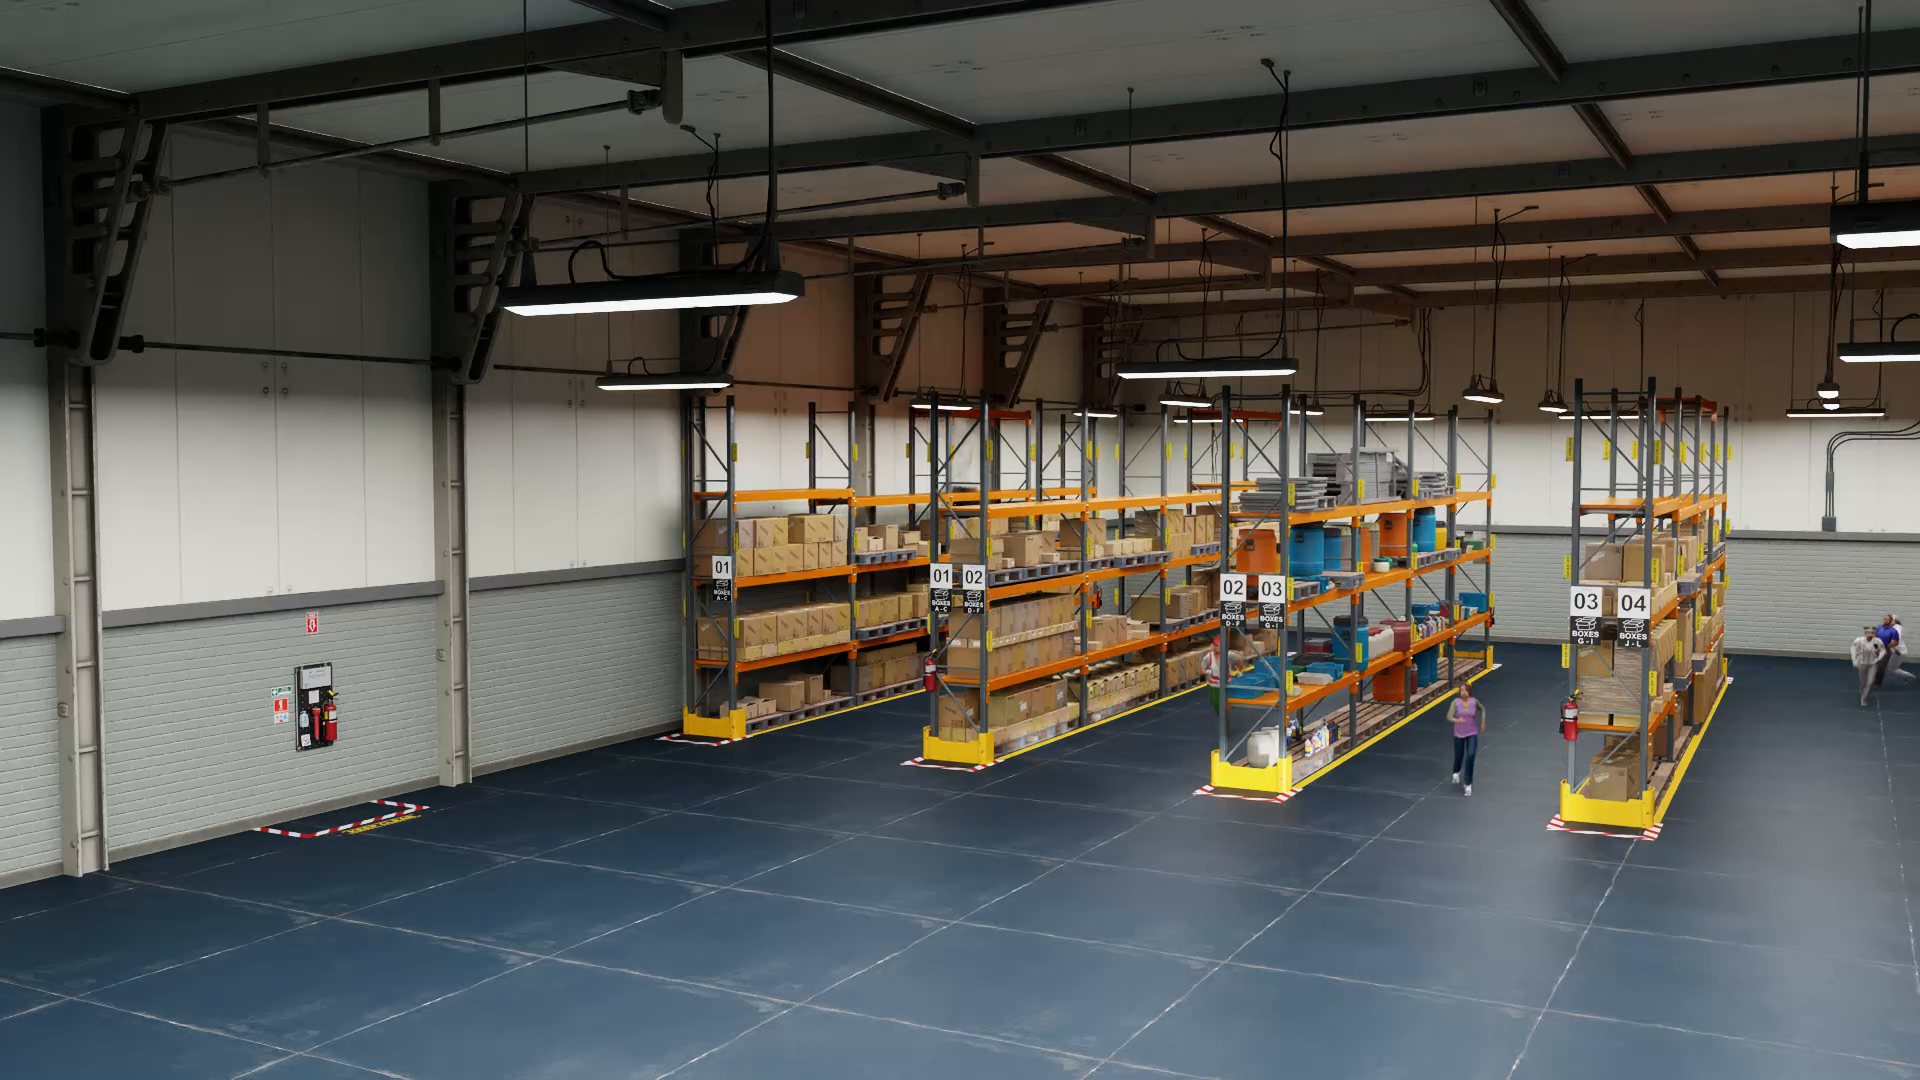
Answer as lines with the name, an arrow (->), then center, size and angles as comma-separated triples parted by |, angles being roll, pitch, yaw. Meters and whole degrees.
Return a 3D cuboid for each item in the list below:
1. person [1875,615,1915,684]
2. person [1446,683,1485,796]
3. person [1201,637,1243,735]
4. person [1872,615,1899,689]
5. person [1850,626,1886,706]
person -> 20.013, 2.355, 35.696 | 0.816, 1.506, 0.699 | 1, 3, 15
person -> 7.470, 2.909, 24.570 | 0.549, 1.629, 0.850 | 1, 3, 16
person -> 4.573, 2.566, 29.171 | 0.697, 1.743, 0.801 | 1, 3, 19
person -> 19.422, 2.360, 35.005 | 0.548, 1.603, 0.639 | -3, 4, -41
person -> 18.012, 2.483, 32.997 | 0.612, 1.624, 0.714 | 1, 3, 20
